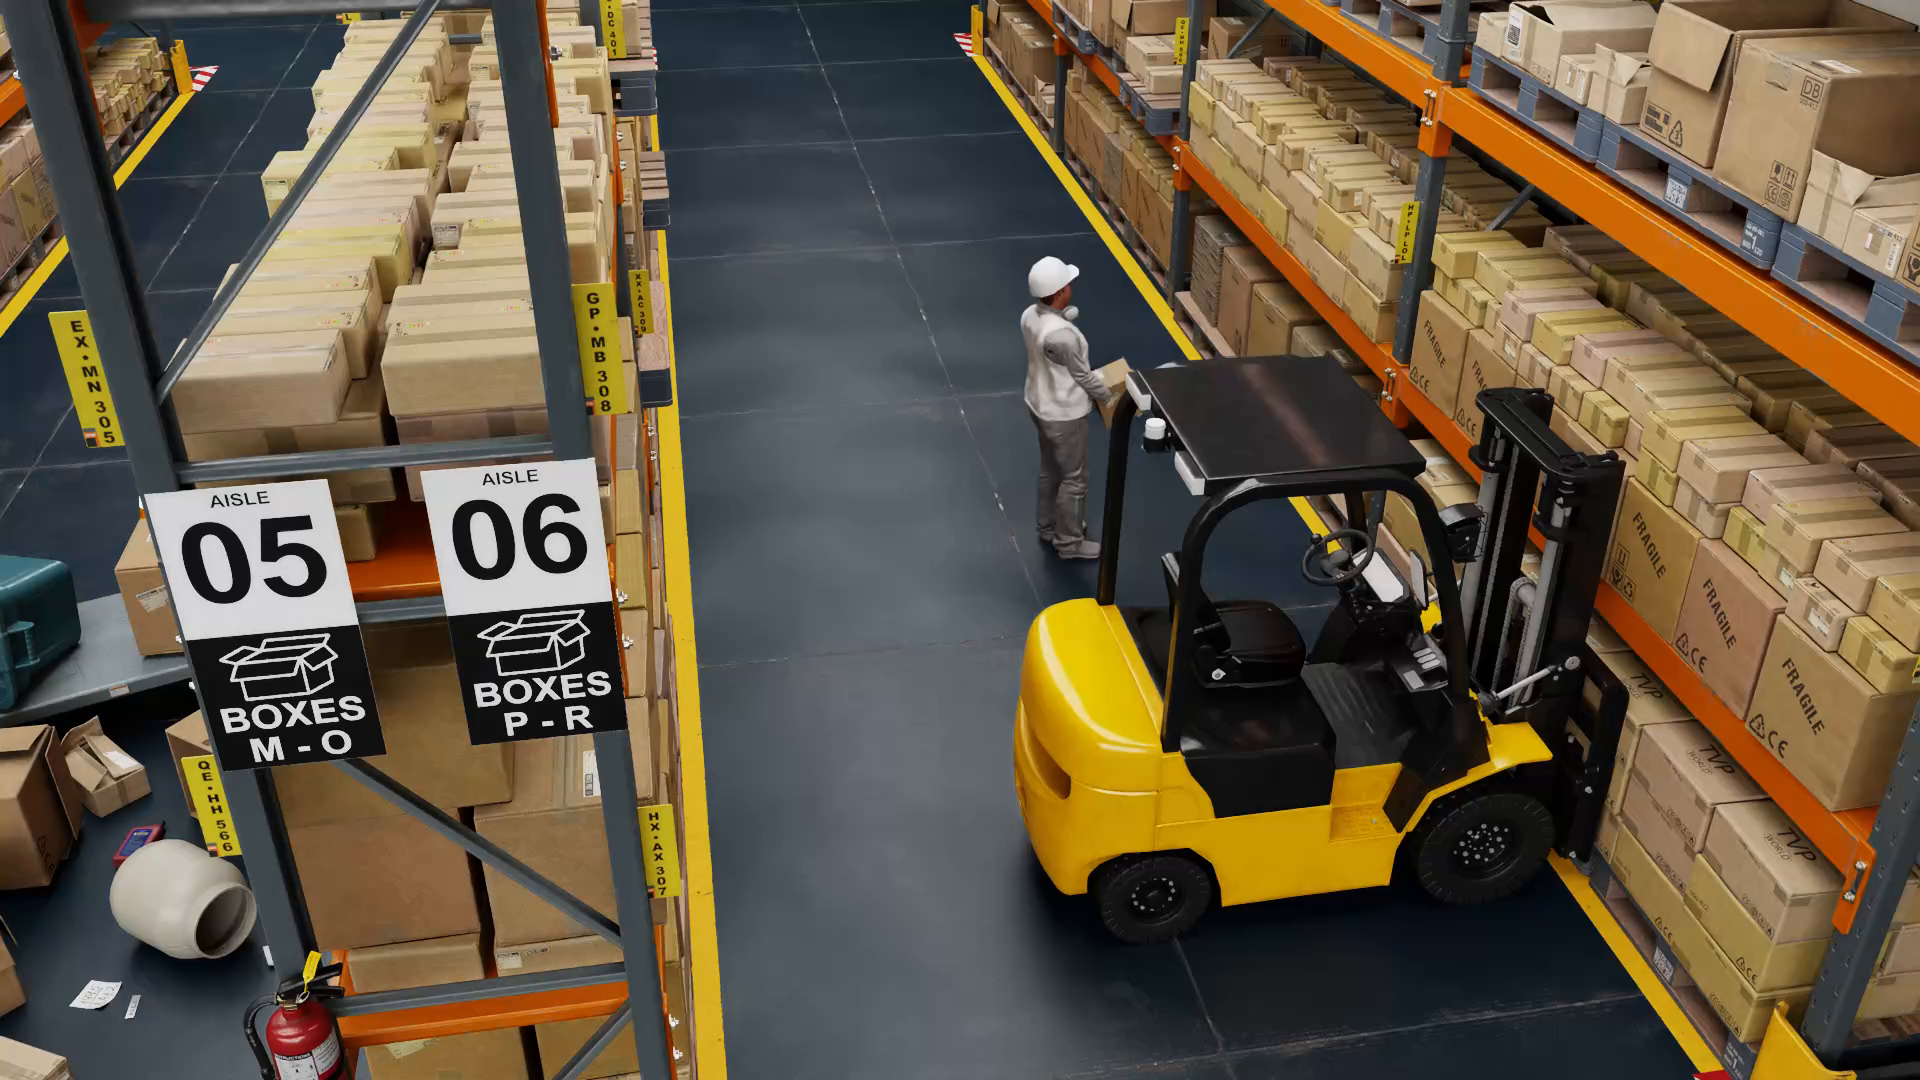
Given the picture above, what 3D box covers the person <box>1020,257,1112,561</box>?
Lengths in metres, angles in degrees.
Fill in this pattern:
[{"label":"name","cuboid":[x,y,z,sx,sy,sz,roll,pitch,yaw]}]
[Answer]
[{"label":"person","cuboid":[0.631,-0.761,9.401,0.540,1.776,0.531,-10,32,-16]}]
